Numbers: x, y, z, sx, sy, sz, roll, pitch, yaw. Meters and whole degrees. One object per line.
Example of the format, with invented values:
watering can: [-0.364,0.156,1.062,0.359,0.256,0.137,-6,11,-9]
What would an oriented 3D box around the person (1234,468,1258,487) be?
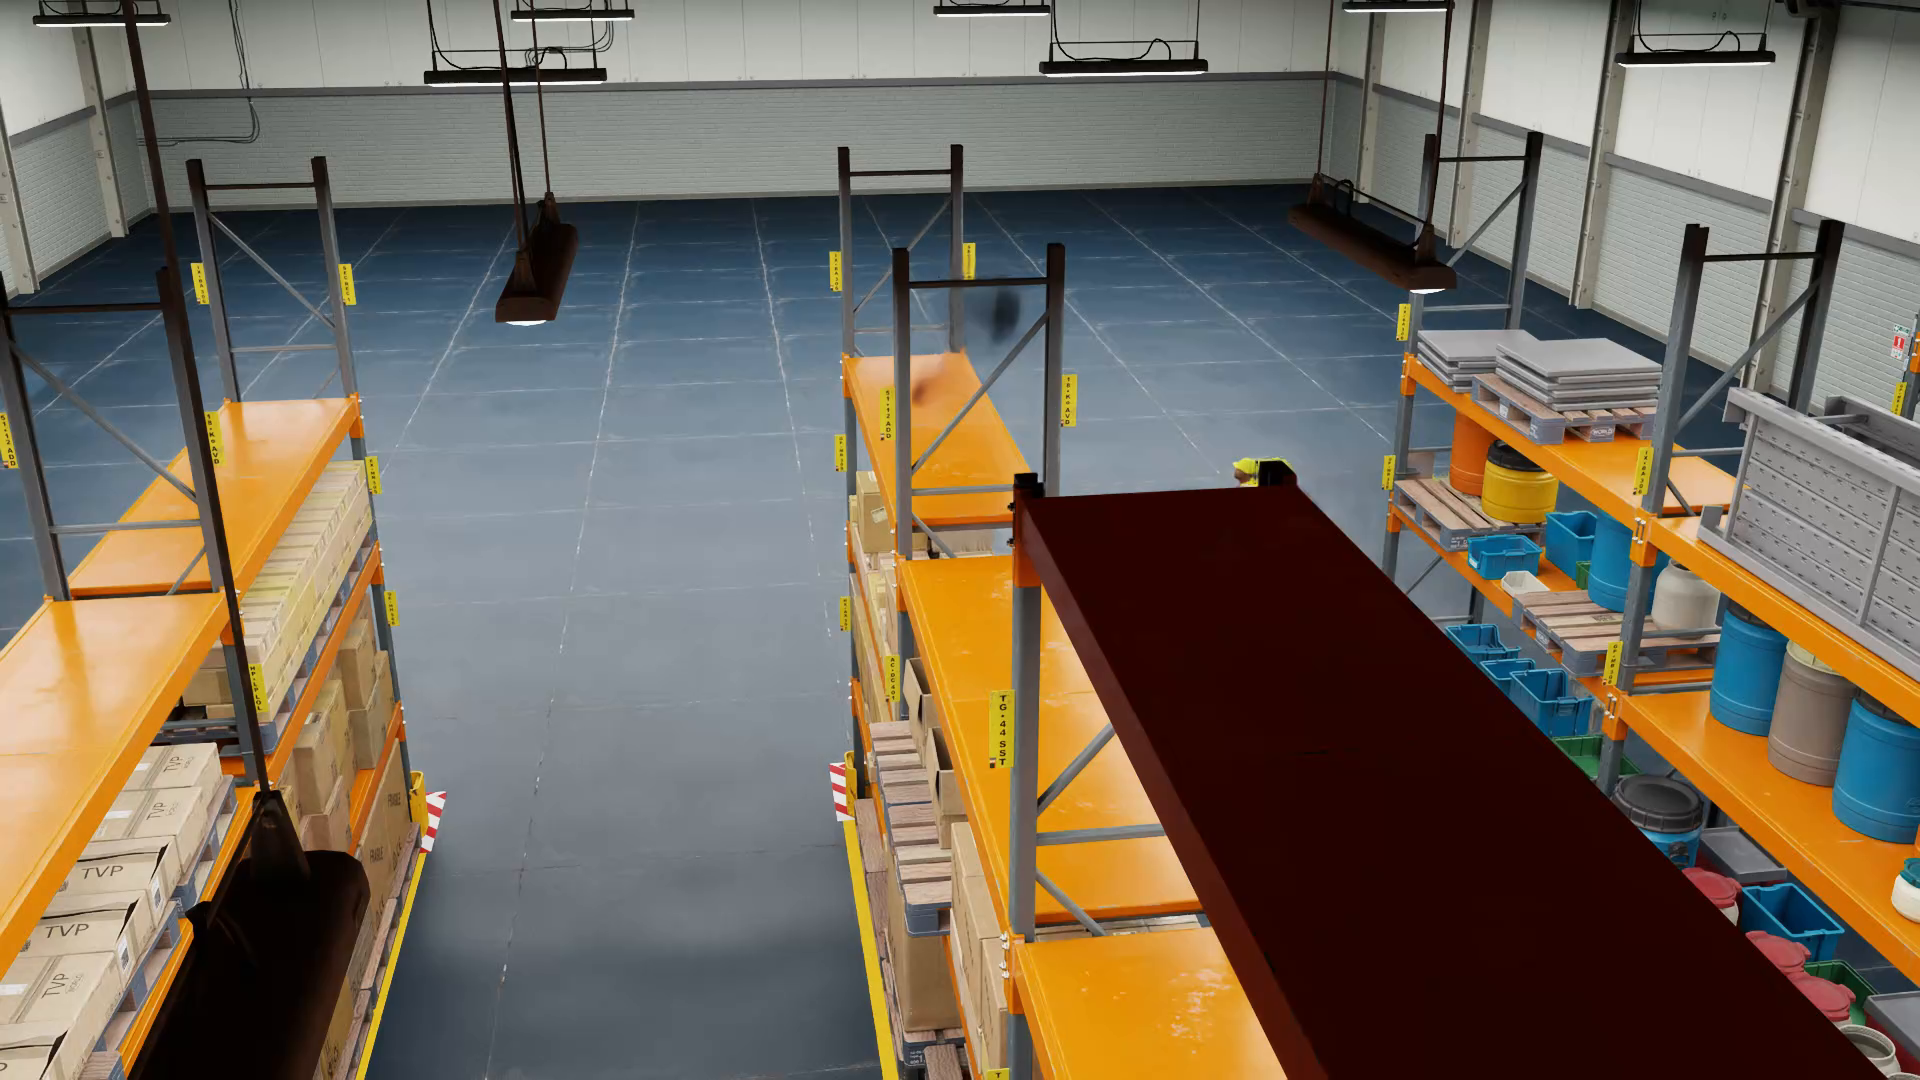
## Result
person: [3.346,-0.129,19.714,0.588,1.677,0.703,7,23,17]

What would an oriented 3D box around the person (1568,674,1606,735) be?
person: [5.932,1.549,15.604,0.504,1.604,1.022,-7,23,-17]
